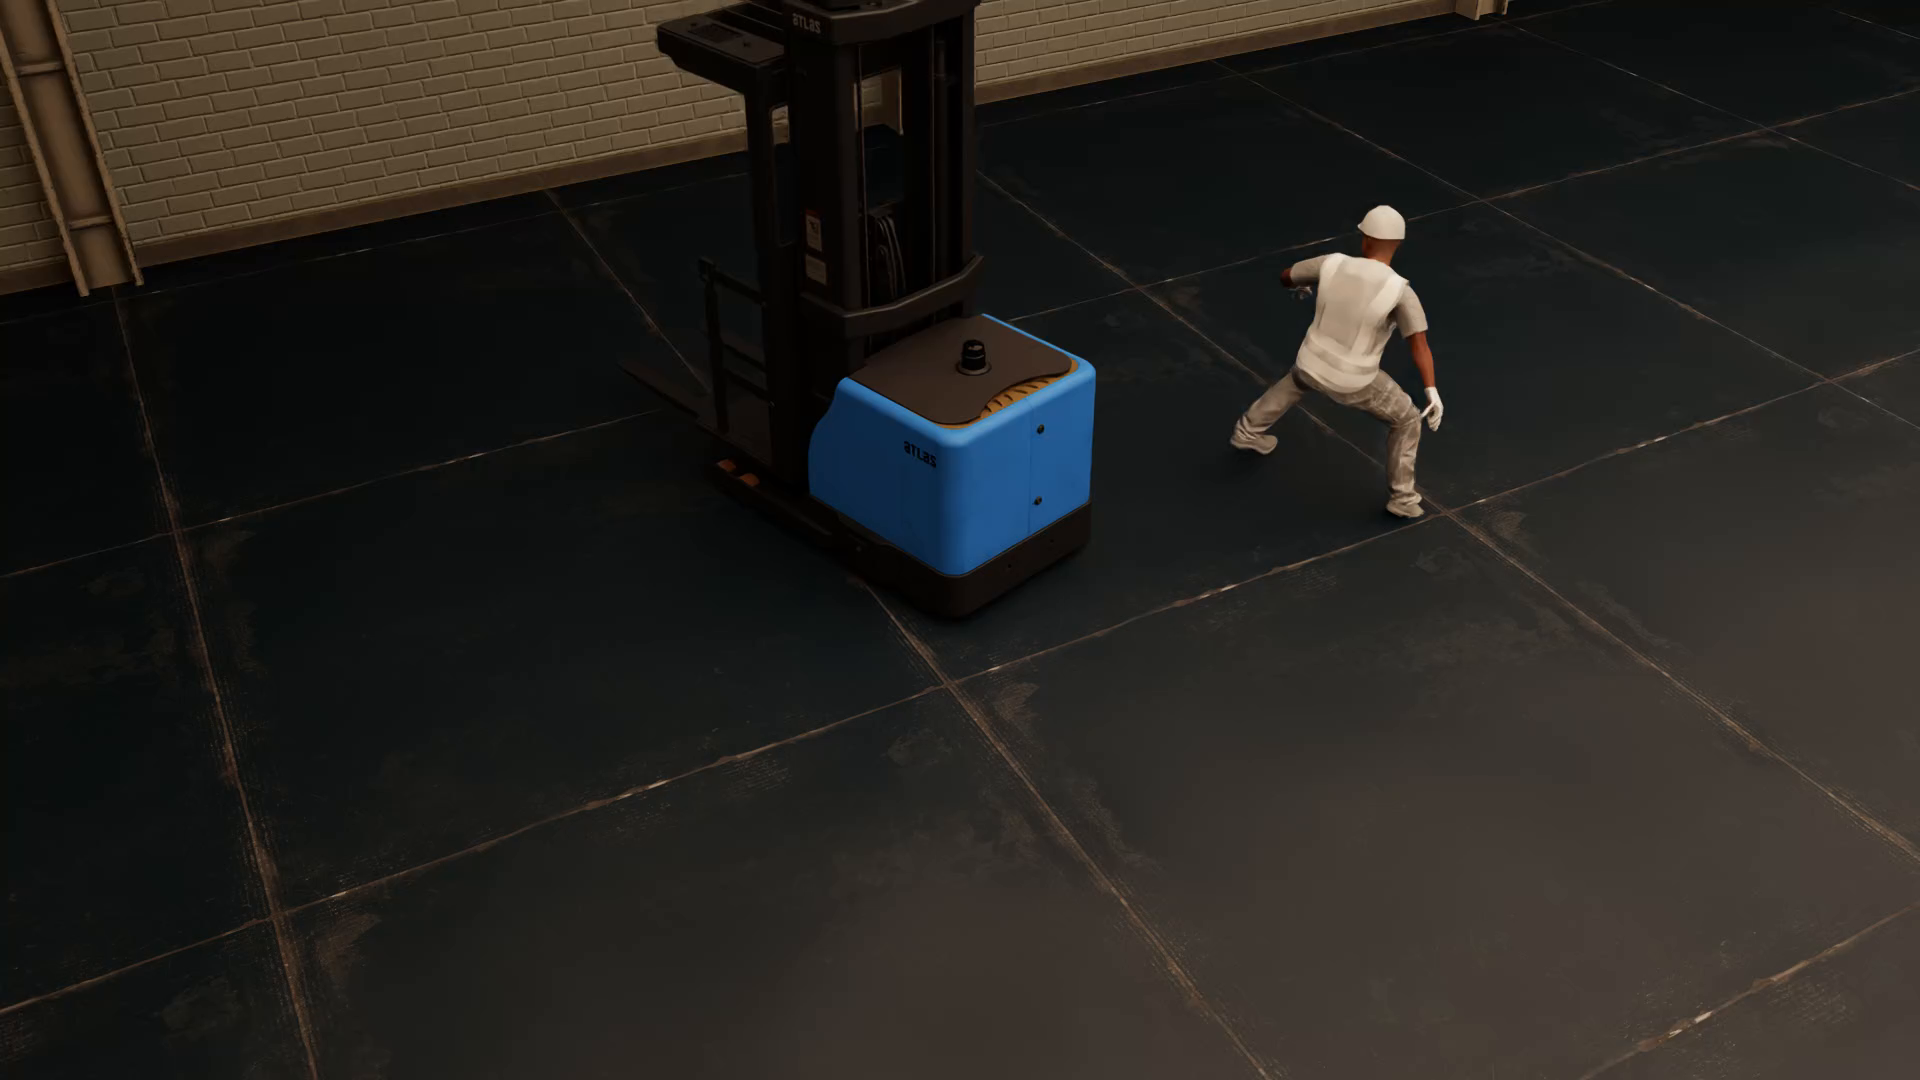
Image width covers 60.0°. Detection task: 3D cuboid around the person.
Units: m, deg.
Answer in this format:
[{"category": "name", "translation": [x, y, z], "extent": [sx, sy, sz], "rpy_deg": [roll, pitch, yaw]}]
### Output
[{"category": "person", "translation": [2.058, -0.880, 8.581], "extent": [0.556, 1.696, 1.232], "rpy_deg": [-27, 43, -32]}]

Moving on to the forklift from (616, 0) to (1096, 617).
[{"category": "forklift", "translation": [-0.721, -1.575, 8.351], "extent": [1.130, 2.935, 3.031], "rpy_deg": [-30, 45, -35]}]
